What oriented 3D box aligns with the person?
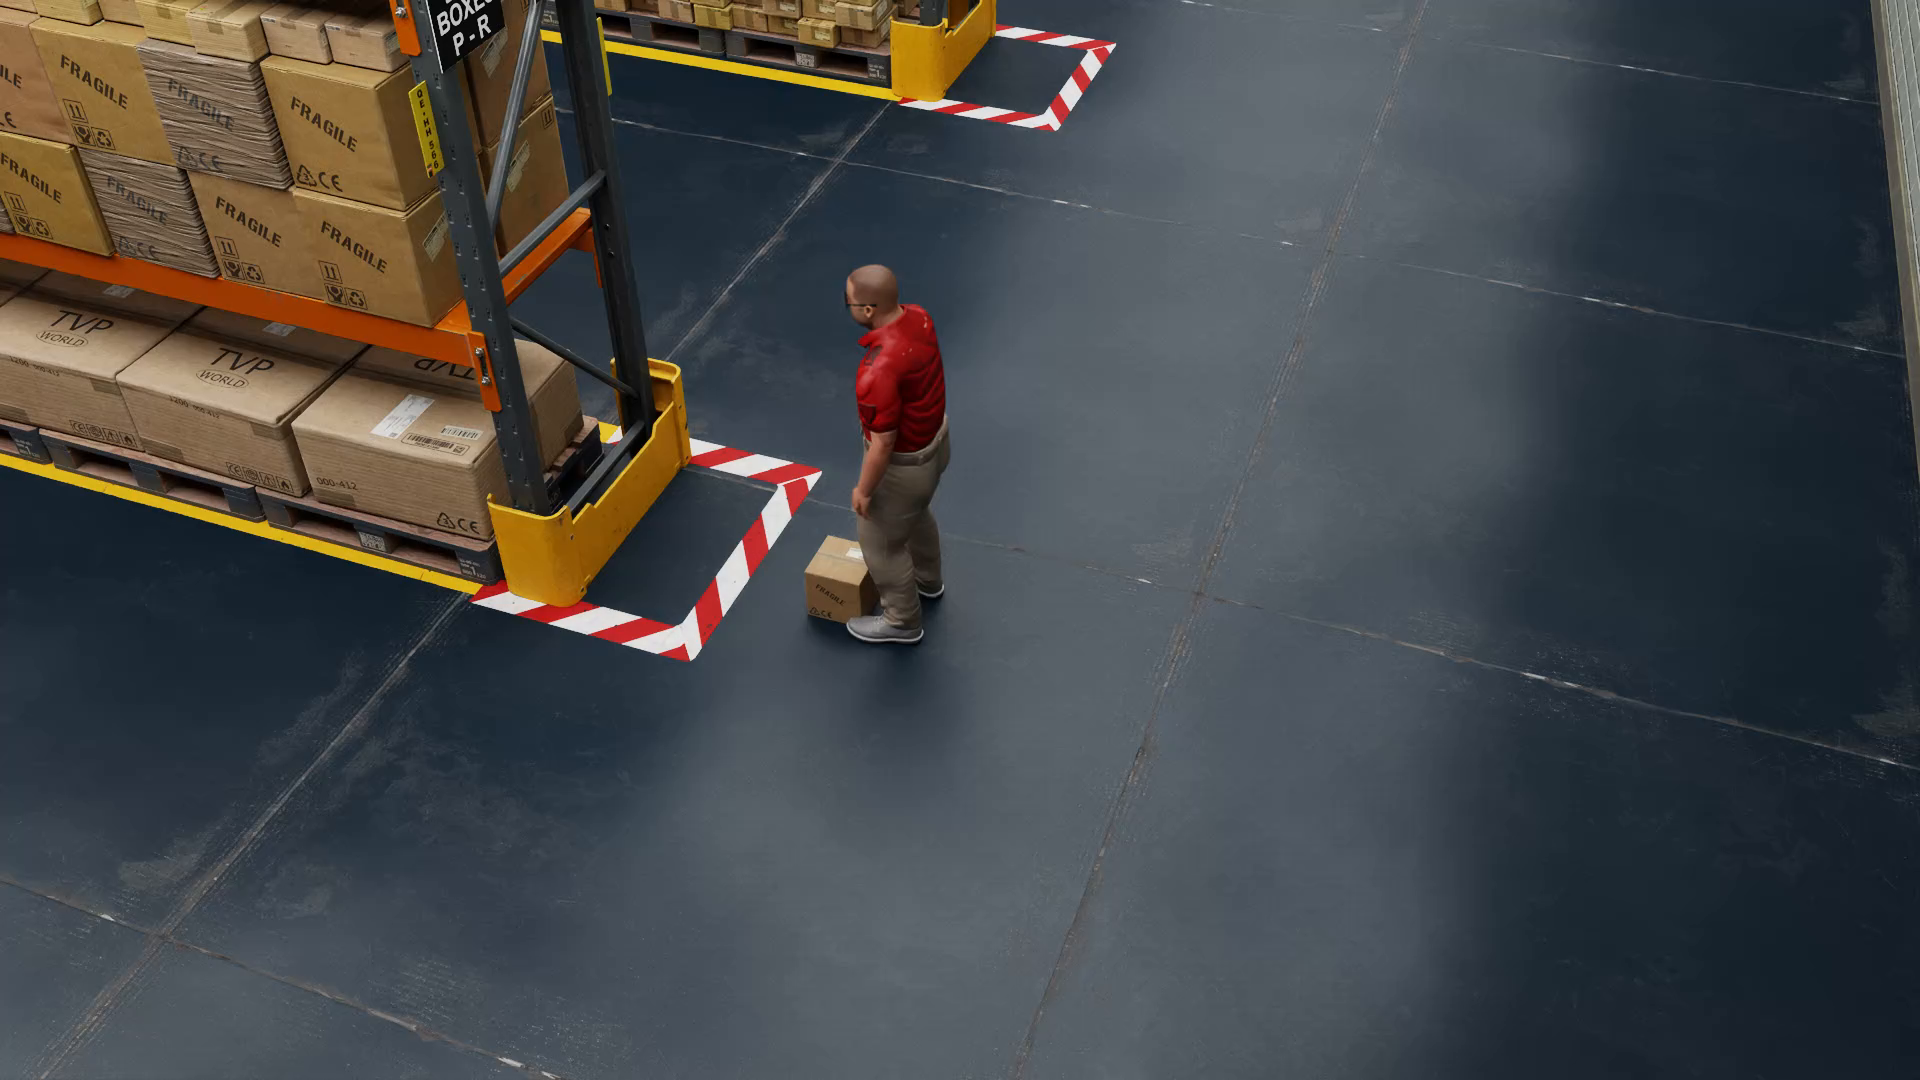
[{"bbox_3d":[-0.253,-0.330,6.545,0.393,1.727,0.585,14,43,15],"label":"person"}]
